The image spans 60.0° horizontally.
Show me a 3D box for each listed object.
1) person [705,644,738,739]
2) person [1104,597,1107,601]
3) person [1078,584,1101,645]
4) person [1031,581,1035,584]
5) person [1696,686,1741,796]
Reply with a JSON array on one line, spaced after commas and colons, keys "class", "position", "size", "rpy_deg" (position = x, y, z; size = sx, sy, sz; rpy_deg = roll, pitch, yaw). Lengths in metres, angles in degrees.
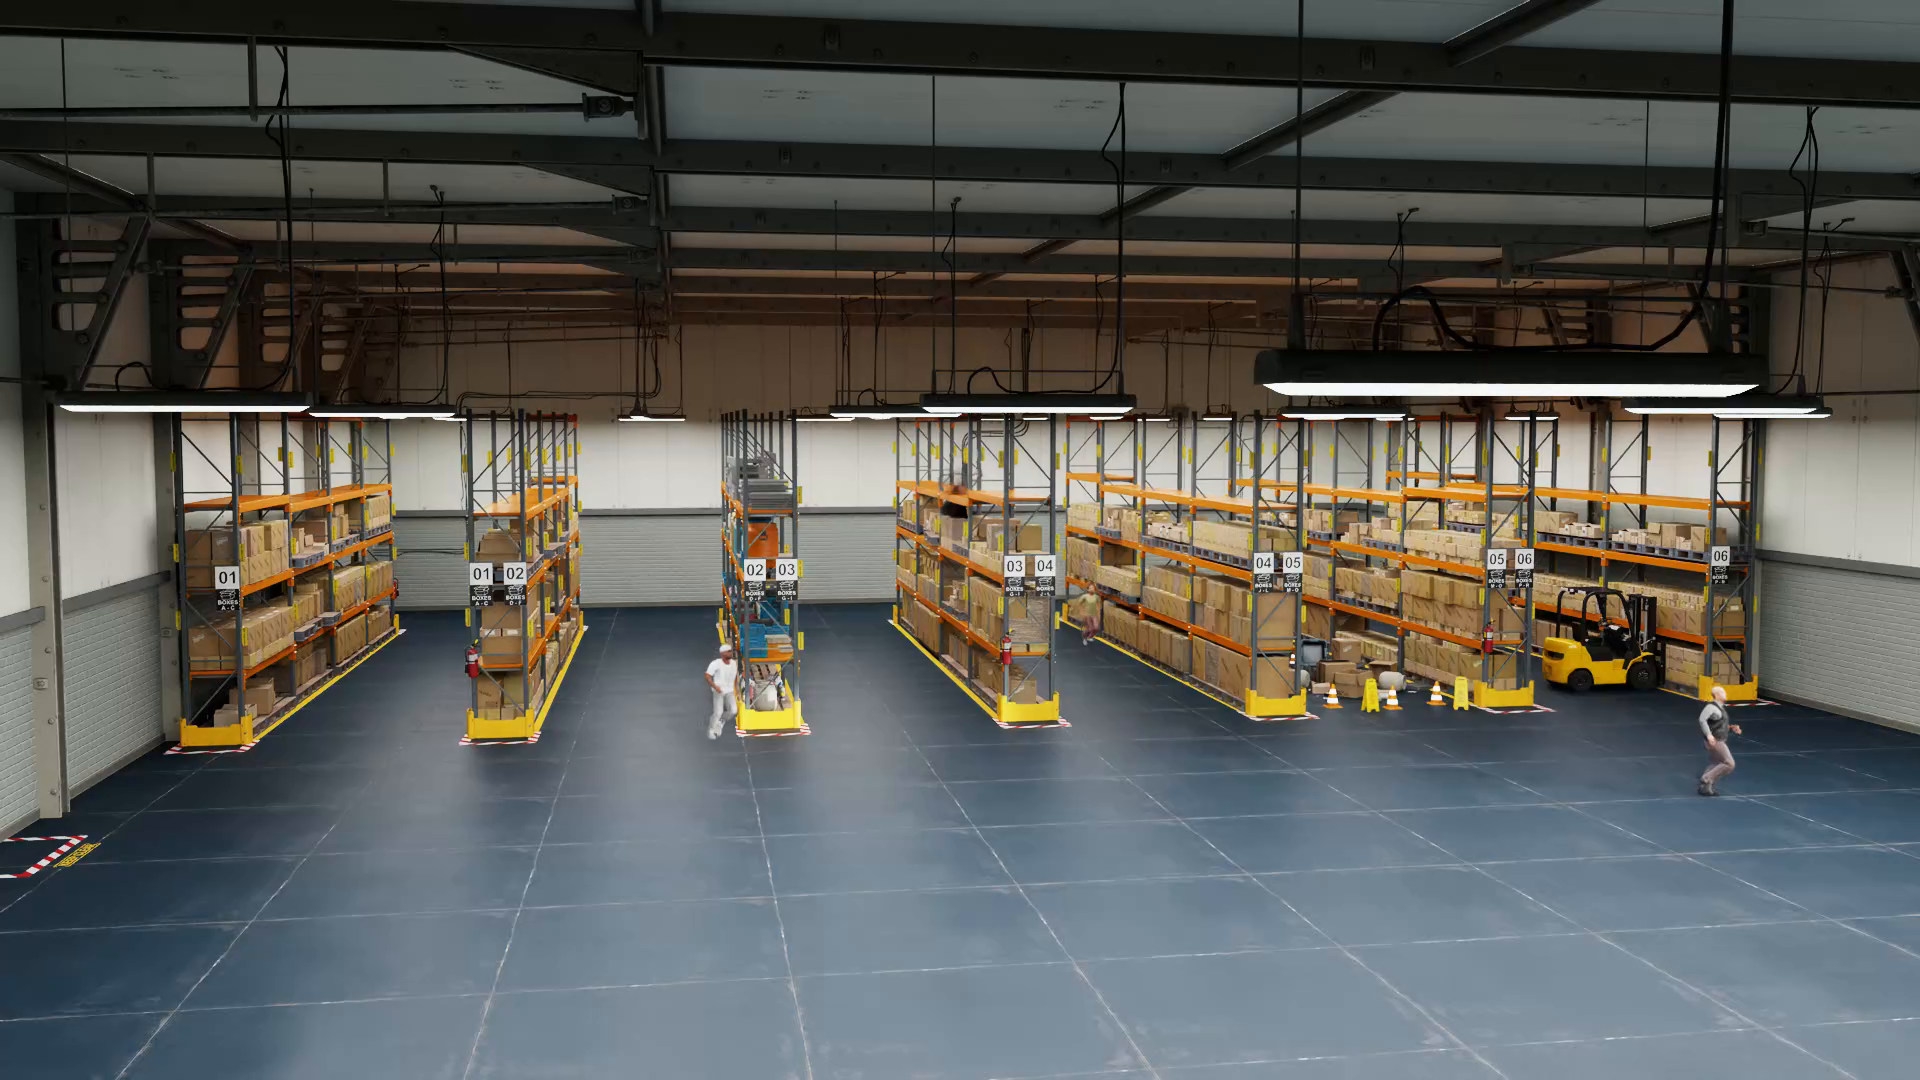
[{"class": "person", "position": [-4.279, 2.752, 30.298], "size": [0.765, 1.699, 0.535], "rpy_deg": [-4, 5, -42]}, {"class": "person", "position": [4.262, 1.484, 49.965], "size": [0.442, 1.536, 0.619], "rpy_deg": [3, 5, 34]}, {"class": "person", "position": [3.276, 1.872, 41.661], "size": [0.581, 1.562, 0.587], "rpy_deg": [-1, 4, -18]}, {"class": "person", "position": [2.134, 1.586, 46.606], "size": [0.685, 1.822, 0.936], "rpy_deg": [0, 4, -4]}, {"class": "person", "position": [11.665, 3.090, 25.552], "size": [0.601, 1.688, 0.667], "rpy_deg": [2, 4, 28]}]
